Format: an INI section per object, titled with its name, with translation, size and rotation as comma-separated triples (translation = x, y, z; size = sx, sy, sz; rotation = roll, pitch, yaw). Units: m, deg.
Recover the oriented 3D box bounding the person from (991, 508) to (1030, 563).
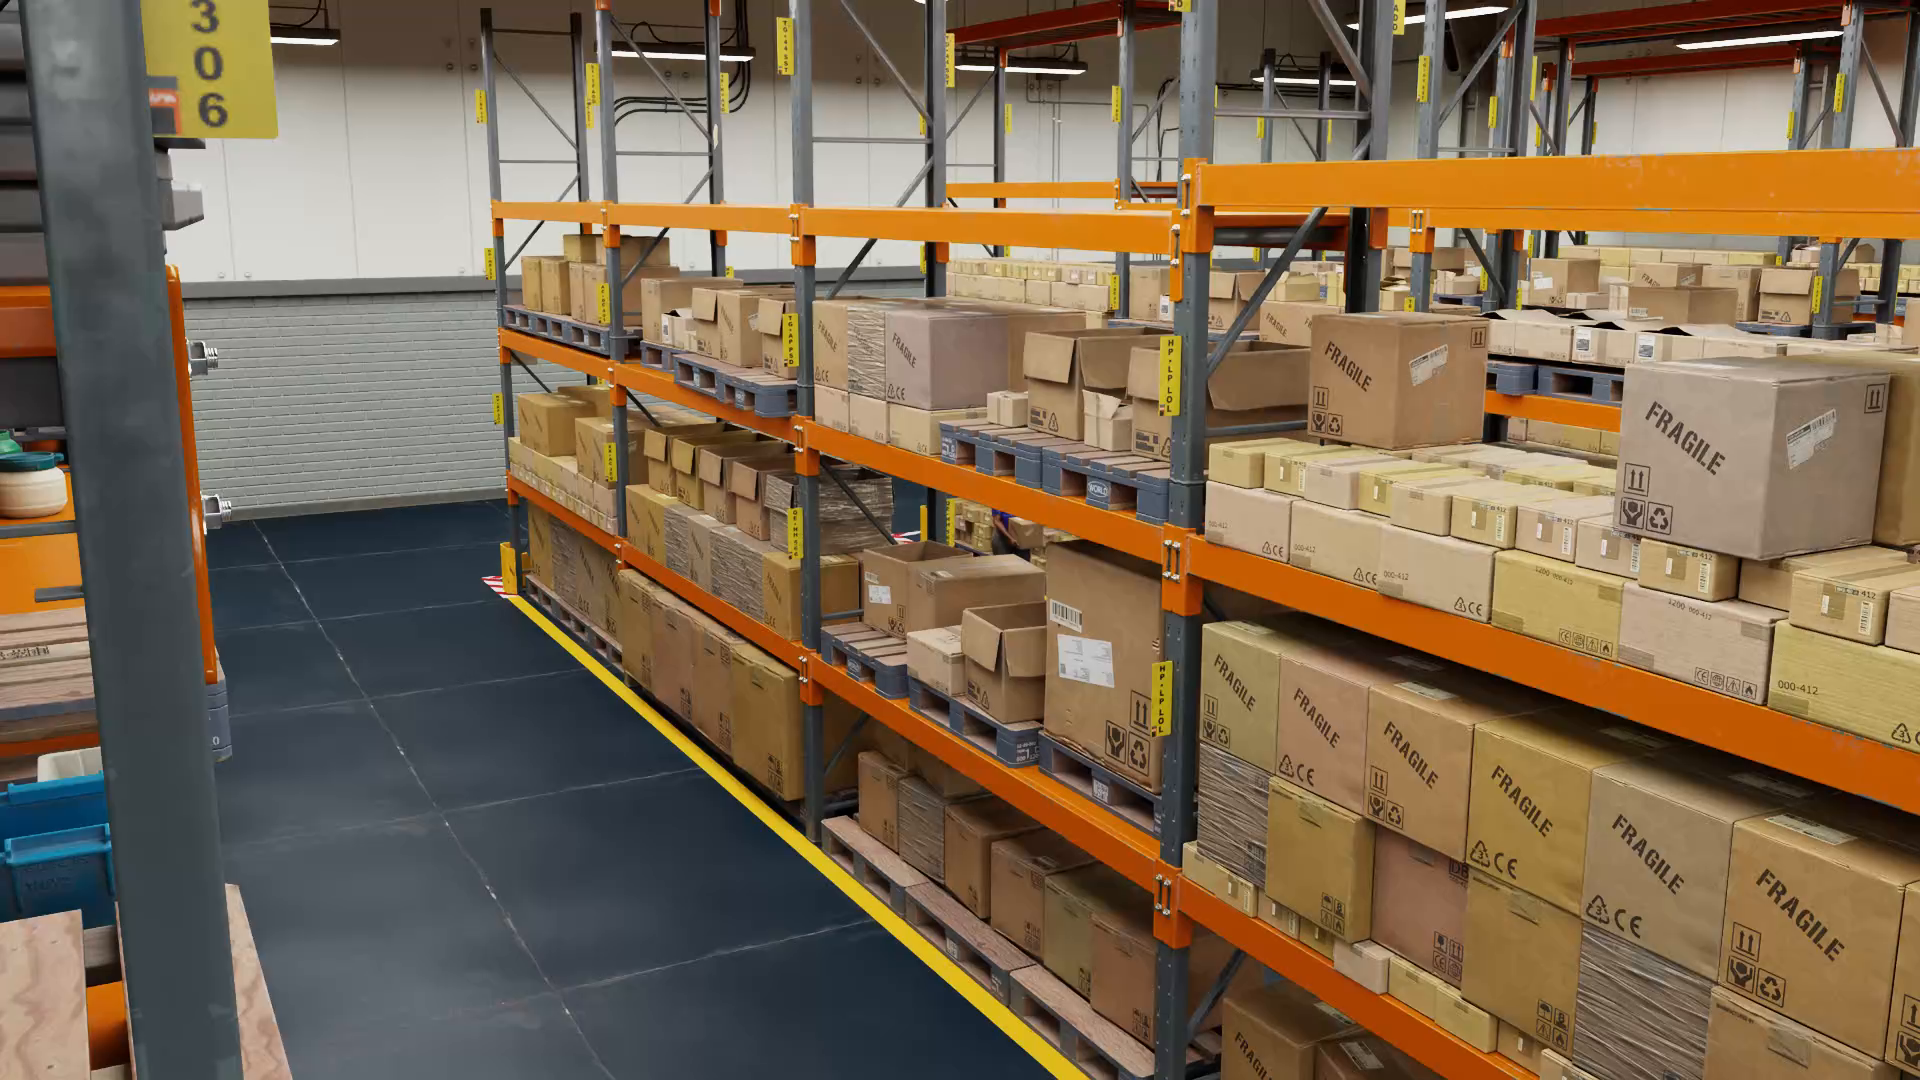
[person]
translation = 0.543, 0.067, 16.165
size = 0.449, 1.646, 0.519
rotation = -7, 14, -30
